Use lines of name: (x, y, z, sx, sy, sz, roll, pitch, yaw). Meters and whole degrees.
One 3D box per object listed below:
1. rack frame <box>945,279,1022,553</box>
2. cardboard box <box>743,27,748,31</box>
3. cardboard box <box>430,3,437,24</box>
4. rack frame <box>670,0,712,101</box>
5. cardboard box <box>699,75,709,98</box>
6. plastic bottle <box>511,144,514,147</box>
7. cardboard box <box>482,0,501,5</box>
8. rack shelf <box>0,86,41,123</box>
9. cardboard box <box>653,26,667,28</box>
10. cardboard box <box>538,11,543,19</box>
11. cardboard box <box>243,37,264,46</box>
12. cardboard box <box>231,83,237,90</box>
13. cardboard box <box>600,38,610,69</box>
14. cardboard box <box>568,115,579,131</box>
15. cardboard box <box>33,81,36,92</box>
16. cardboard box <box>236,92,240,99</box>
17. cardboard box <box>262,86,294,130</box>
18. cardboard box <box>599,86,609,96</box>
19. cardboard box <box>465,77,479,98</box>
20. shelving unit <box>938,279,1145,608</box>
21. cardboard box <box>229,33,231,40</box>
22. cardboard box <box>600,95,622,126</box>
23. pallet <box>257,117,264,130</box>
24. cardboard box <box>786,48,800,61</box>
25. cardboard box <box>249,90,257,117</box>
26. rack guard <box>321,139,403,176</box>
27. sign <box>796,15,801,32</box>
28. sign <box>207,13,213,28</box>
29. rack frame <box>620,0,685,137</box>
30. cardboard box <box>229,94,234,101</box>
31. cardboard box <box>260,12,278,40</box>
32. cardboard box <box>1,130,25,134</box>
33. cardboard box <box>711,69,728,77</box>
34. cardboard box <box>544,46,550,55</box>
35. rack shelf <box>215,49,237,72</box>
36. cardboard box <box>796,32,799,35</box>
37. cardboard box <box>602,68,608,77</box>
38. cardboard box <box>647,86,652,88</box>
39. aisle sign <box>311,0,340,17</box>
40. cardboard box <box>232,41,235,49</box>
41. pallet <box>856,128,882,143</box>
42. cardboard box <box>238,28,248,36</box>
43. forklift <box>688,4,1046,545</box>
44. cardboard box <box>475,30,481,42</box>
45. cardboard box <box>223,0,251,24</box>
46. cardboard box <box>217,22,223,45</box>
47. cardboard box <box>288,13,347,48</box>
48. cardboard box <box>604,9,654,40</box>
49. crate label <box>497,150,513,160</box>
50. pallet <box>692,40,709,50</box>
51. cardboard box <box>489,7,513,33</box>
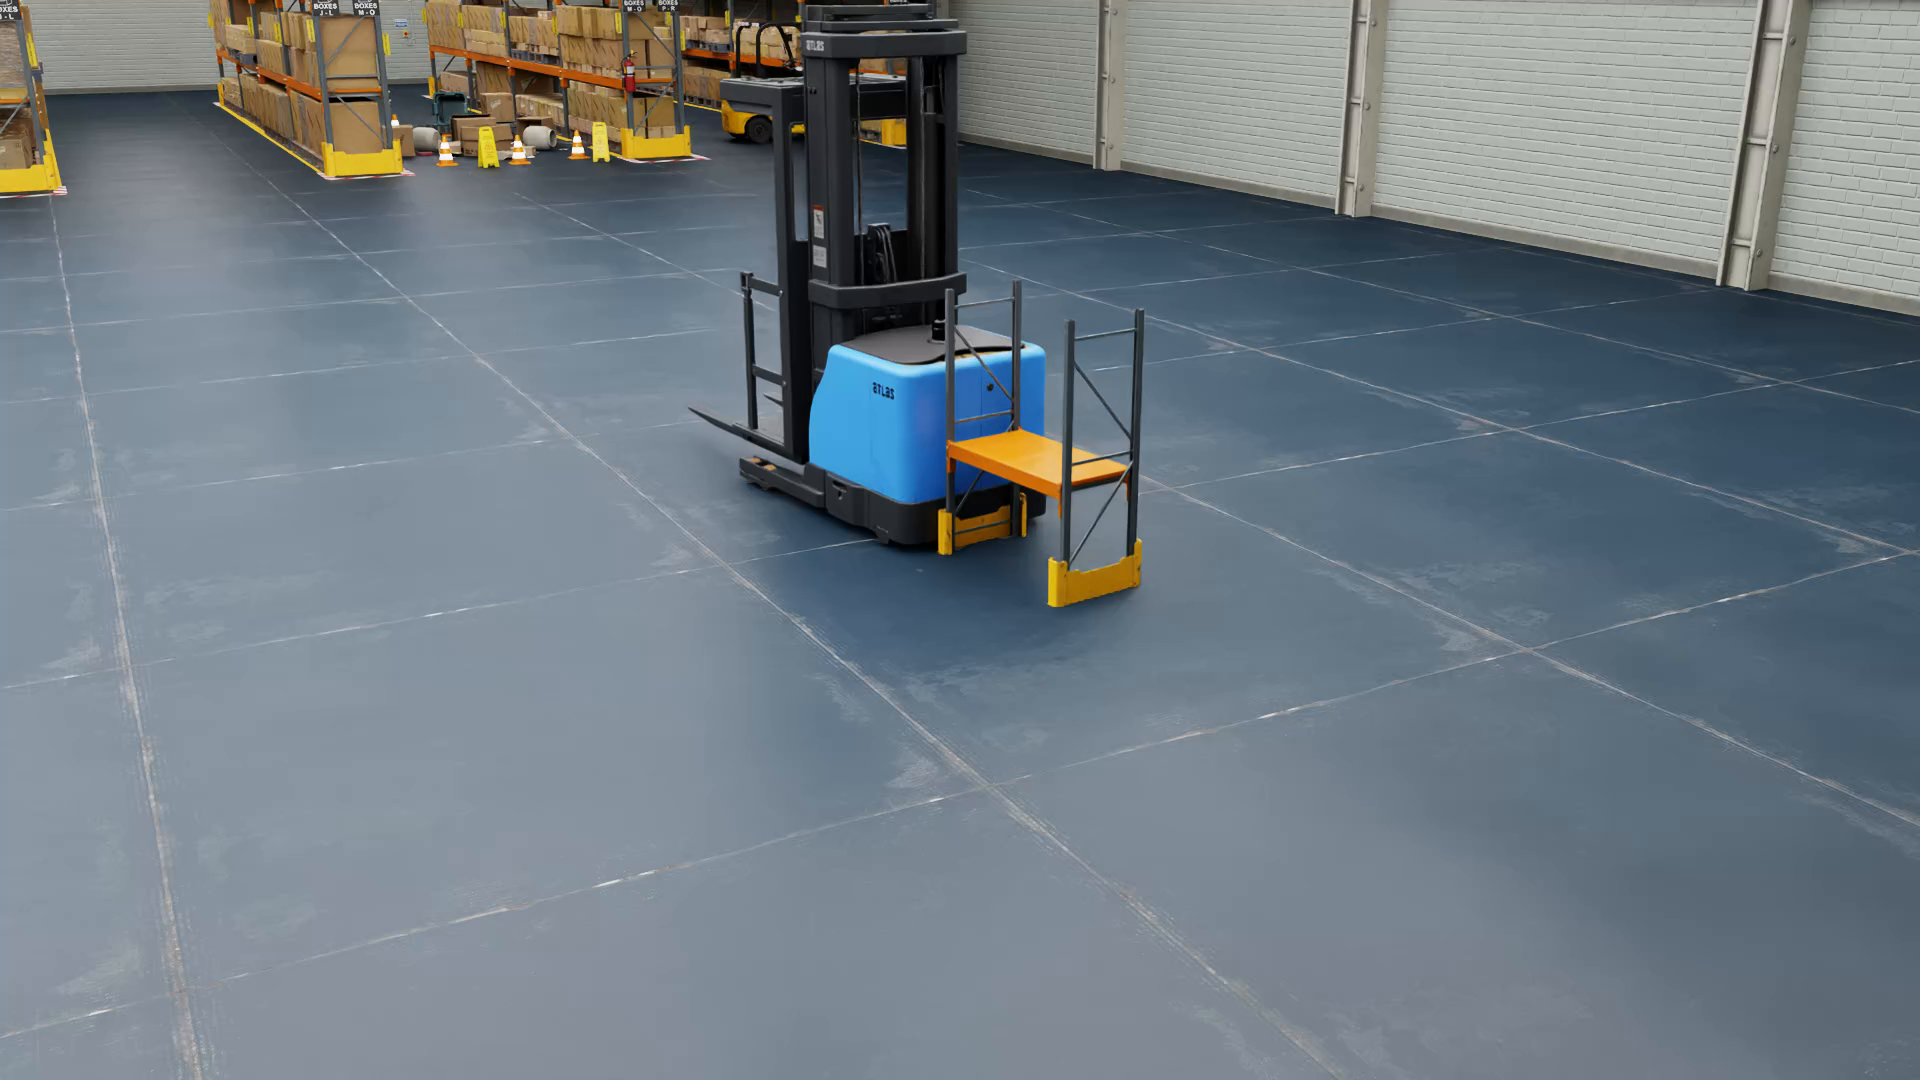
rack frame: (0.131, -0.685, 9.316, 0.500, 1.500, 0.032, -13, 23, -34)
cardboard box: (-4.532, -11.246, 36.476, 0.380, 0.149, 0.250, -9, 21, -25)
cardboard box: (-12.633, -12.893, 40.710, 0.500, 0.500, 0.500, -11, 22, -28)
rack frame: (-6.596, -12.324, 40.747, 1.000, 3.000, 0.127, -10, 21, -27)
cardboard box: (-5.829, -10.722, 39.292, 0.500, 0.500, 0.500, -11, 22, -29)
plastic bottle: (-8.201, -7.207, 30.424, 0.133, 0.061, 0.283, -6, 20, -17)
cardboard box: (-10.884, -12.511, 38.609, 0.380, 0.149, 0.250, -10, 22, -27)
rack shelf: (-14.935, -6.808, 25.865, 1.077, 0.370, 4.000, -10, 21, -27)
cardboard box: (-7.529, -12.788, 41.868, 0.500, 0.250, 0.500, -10, 21, -27)
cardboard box: (-8.071, -10.319, 32.689, 0.380, 0.149, 0.250, -11, 22, -29)
cardboard box: (-14.007, -9.901, 33.012, 0.380, 0.149, 0.250, -9, 21, -26)
cardboard box: (-16.214, -10.239, 37.521, 0.380, 0.149, 0.250, -11, 22, -29)
cardboard box: (-5.998, -8.554, 29.214, 0.500, 0.500, 0.500, -10, 21, -27)
cardboard box: (-7.121, -7.945, 31.628, 0.500, 0.250, 0.500, -11, 22, -29)
cardboard box: (-14.538, -7.019, 25.760, 0.380, 0.149, 0.250, -10, 21, -27)
cardboard box: (-15.840, -9.866, 36.896, 0.380, 0.149, 0.250, -11, 22, -29)
cardboard box: (-12.743, -8.305, 31.907, 1.050, 0.750, 0.750, -10, 21, -26)
cardboard box: (-6.224, -8.026, 29.719, 0.380, 0.149, 0.250, -10, 21, -26)
cardboard box: (-11.166, -10.738, 39.435, 0.875, 0.438, 0.875, -10, 22, -27)
shelving unit: (0.423, -0.552, 8.933, 0.587, 1.500, 1.083, -13, 23, -34)
cardboard box: (-15.241, -10.646, 35.170, 0.380, 0.149, 0.250, -9, 21, -25)
cardboard box: (-6.125, -7.701, 29.772, 0.500, 0.500, 0.500, -9, 21, -25)
pallet: (-13.741, -8.516, 33.987, 1.003, 0.211, 1.213, -10, 21, -27)
cardboard box: (-3.267, -10.060, 34.417, 0.500, 0.250, 0.500, -9, 21, -25)
cardboard box: (-14.423, -9.074, 34.517, 0.500, 0.500, 0.500, -11, 22, -29)
rack guard: (-9.561, -6.125, 26.614, 1.175, 0.500, 0.348, -10, 21, -27)
sign: (-3.270, -10.450, 33.664, 0.100, 0.325, 0.005, -10, 21, -27)
sign: (-17.648, -12.231, 39.152, 0.100, 0.325, 0.005, -10, 21, -27)
rack frame: (-5.264, -8.109, 28.532, 1.000, 3.000, 0.127, -10, 21, -27)
cardboard box: (-16.611, -10.190, 38.292, 0.380, 0.149, 0.250, -11, 22, -29)
cardboard box: (-13.167, -9.999, 32.324, 0.700, 0.500, 0.500, -10, 21, -27)
cardboard box: (-14.862, -6.121, 25.961, 0.500, 0.500, 0.500, -8, 21, -22)
cardboard box: (-5.601, -10.912, 38.849, 0.380, 0.149, 0.250, -10, 22, -27)
cardboard box: (-7.915, -9.589, 32.562, 0.380, 0.149, 0.250, -10, 22, -28)
rack shelf: (-16.221, -10.992, 37.990, 1.077, 0.370, 4.000, -10, 21, -27)
cardboard box: (-3.155, -10.445, 34.154, 0.380, 0.149, 0.250, -9, 21, -25)
cardboard box: (-6.100, -8.266, 29.373, 0.380, 0.149, 0.250, -10, 21, -26)
cardboard box: (-7.754, -11.880, 42.649, 0.500, 0.500, 0.500, -10, 21, -26)
aisle sign: (-9.803, -8.475, 25.608, 0.394, 0.787, 0.004, -10, 21, -27)
cardboard box: (-14.997, -10.357, 34.789, 0.380, 0.149, 0.250, -11, 22, -29)
pallet: (-1.298, -7.774, 31.836, 1.003, 0.211, 1.213, -10, 21, -27)
cardboard box: (-14.379, -10.264, 33.607, 0.380, 0.149, 0.250, -9, 21, -25)
forklift: (-0.759, -1.778, 10.292, 1.130, 2.935, 3.031, -13, 23, -34)
cardboard box: (-10.513, -11.255, 37.113, 0.500, 0.250, 0.500, -10, 21, -26)
cardboard box: (-15.732, -11.511, 36.251, 0.500, 0.500, 0.500, -11, 22, -29)
cardboard box: (-16.702, -11.630, 38.128, 0.500, 0.500, 0.500, -10, 21, -26)
cardboard box: (-10.828, -8.615, 28.115, 0.875, 0.550, 0.550, -10, 21, -27)
cardboard box: (-5.699, -8.882, 28.631, 0.700, 0.500, 0.500, -11, 22, -28)
crate label: (-7.847, -6.626, 28.623, 0.298, 0.136, 0.250, 11, 22, 30)
pallet: (-5.624, -11.642, 39.066, 1.003, 0.211, 1.213, -10, 21, -27)
cardboard box: (-9.790, -11.179, 35.744, 0.500, 0.500, 0.500, -10, 21, -26)
